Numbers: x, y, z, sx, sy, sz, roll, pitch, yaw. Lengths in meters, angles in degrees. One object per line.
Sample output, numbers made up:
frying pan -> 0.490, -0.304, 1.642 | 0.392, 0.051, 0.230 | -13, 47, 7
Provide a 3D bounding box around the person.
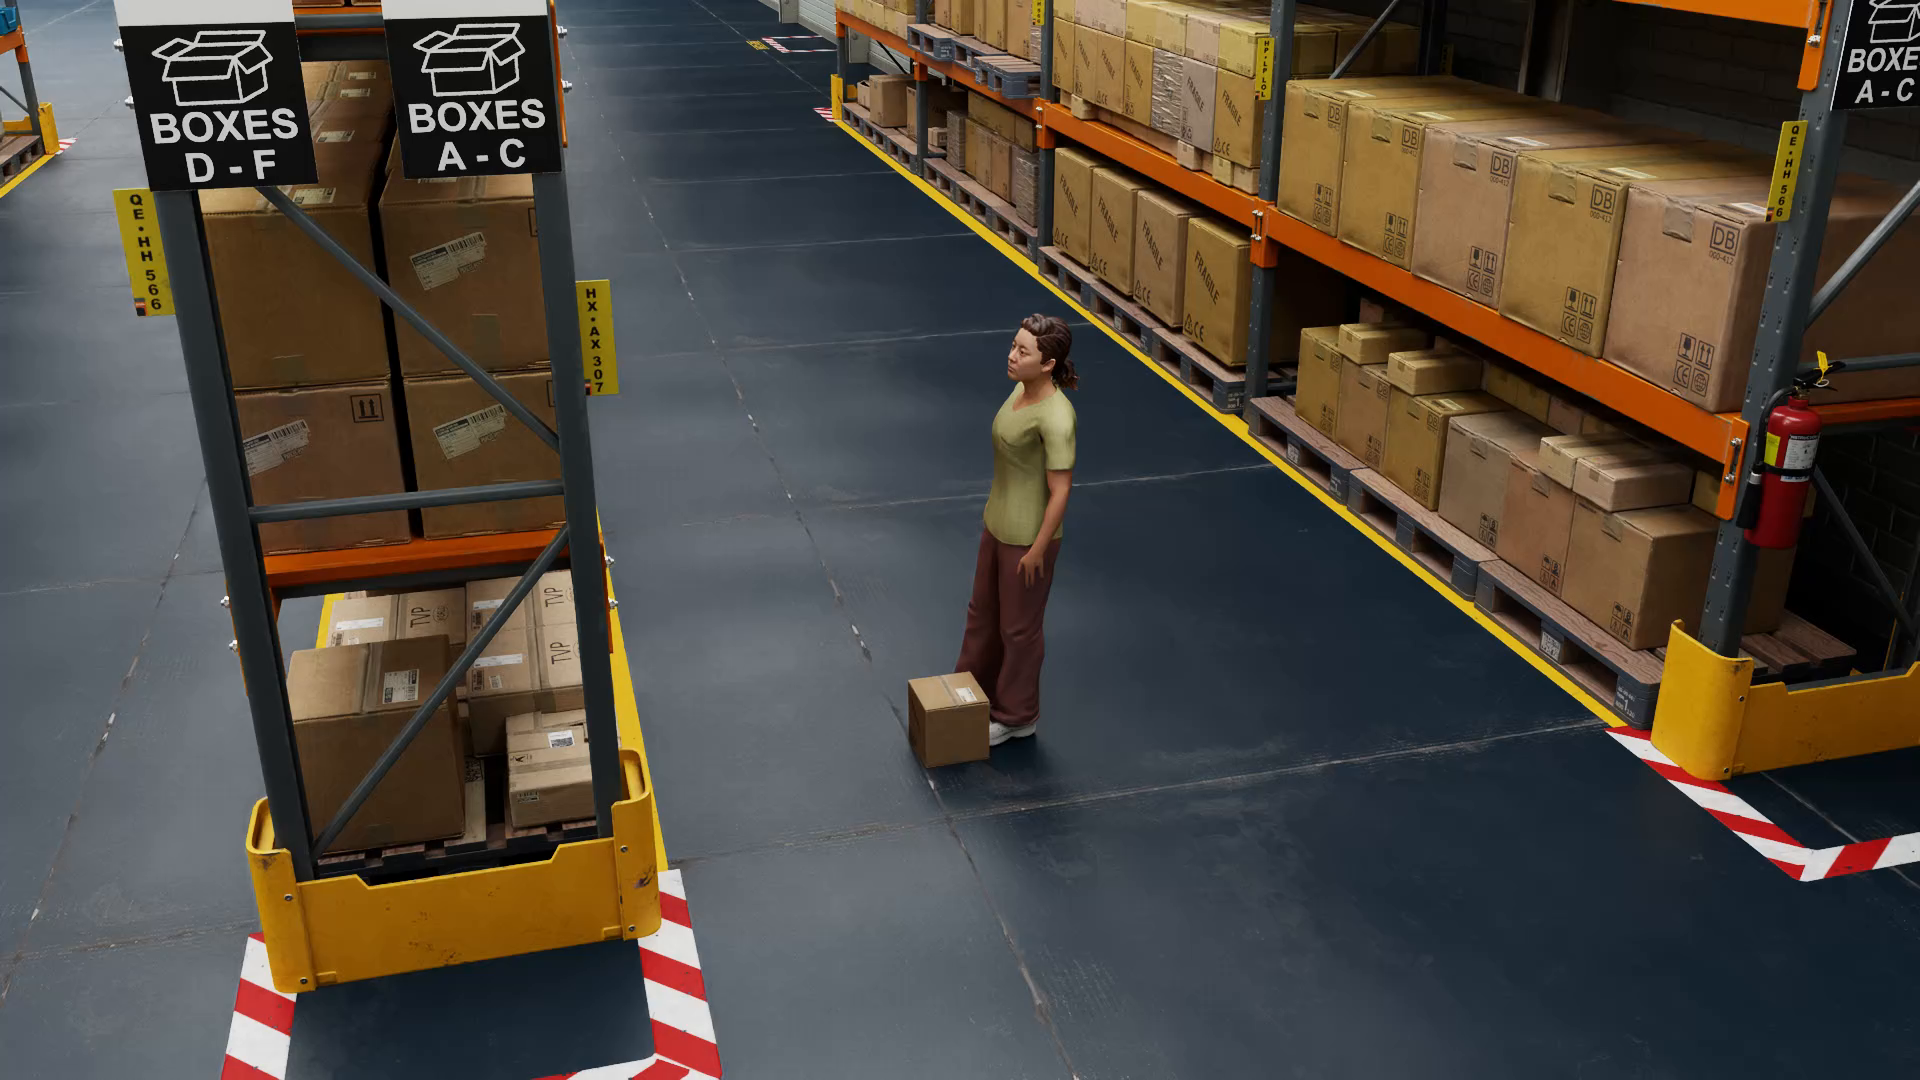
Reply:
person -> 0.157, -0.012, 6.116 | 0.549, 1.666, 0.554 | -6, 24, -14
